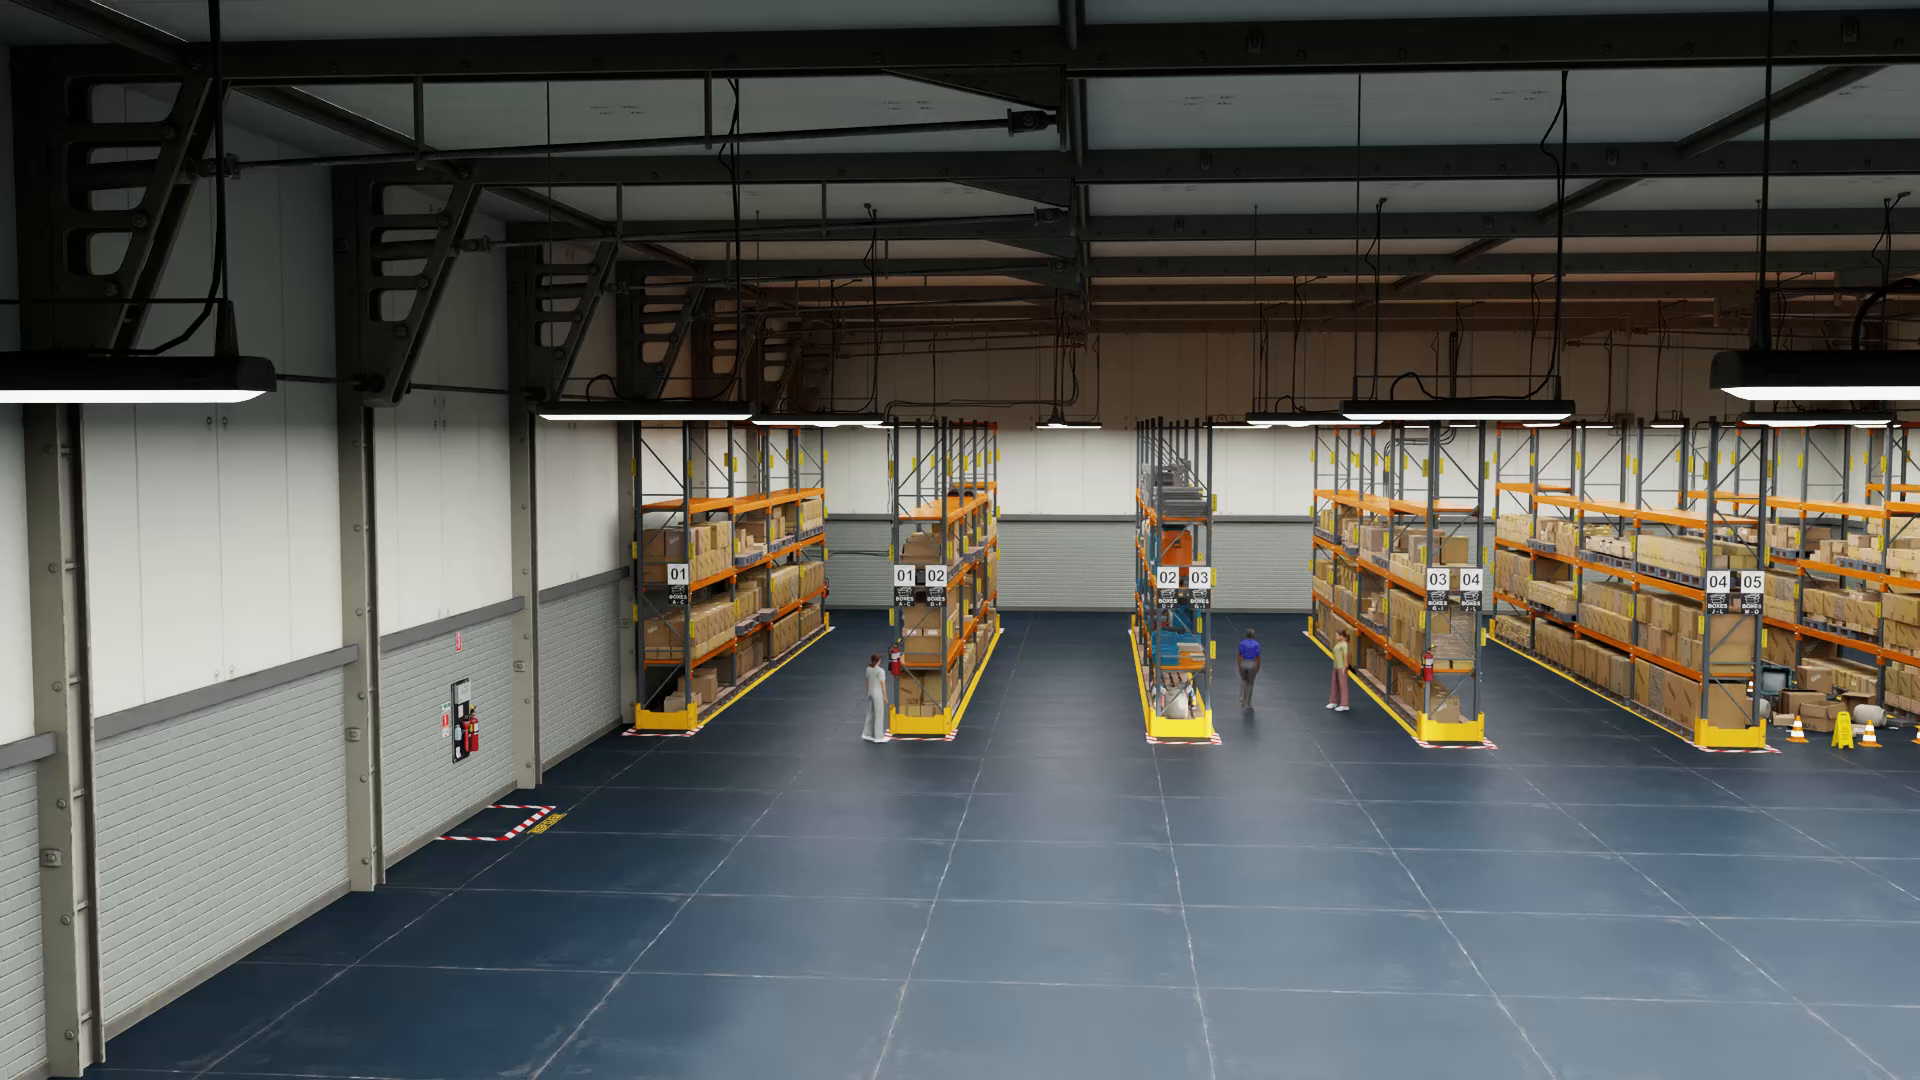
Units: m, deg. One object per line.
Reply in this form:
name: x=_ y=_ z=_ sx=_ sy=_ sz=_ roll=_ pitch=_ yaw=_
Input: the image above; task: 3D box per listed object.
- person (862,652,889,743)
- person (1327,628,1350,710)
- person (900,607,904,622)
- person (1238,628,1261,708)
person: x=-1.533 y=2.905 z=30.687 sx=0.411 sy=1.708 sz=0.541 roll=-3 pitch=5 yaw=-35
person: x=7.796 y=2.646 z=34.211 sx=0.438 sy=1.676 sz=0.499 roll=-1 pitch=4 yaw=-12
person: x=-1.699 y=1.592 z=49.847 sx=0.570 sy=1.715 sz=1.034 roll=0 pitch=4 yaw=7
person: x=5.998 y=2.651 z=34.345 sx=0.438 sy=1.676 sz=0.433 roll=3 pitch=5 yaw=37
